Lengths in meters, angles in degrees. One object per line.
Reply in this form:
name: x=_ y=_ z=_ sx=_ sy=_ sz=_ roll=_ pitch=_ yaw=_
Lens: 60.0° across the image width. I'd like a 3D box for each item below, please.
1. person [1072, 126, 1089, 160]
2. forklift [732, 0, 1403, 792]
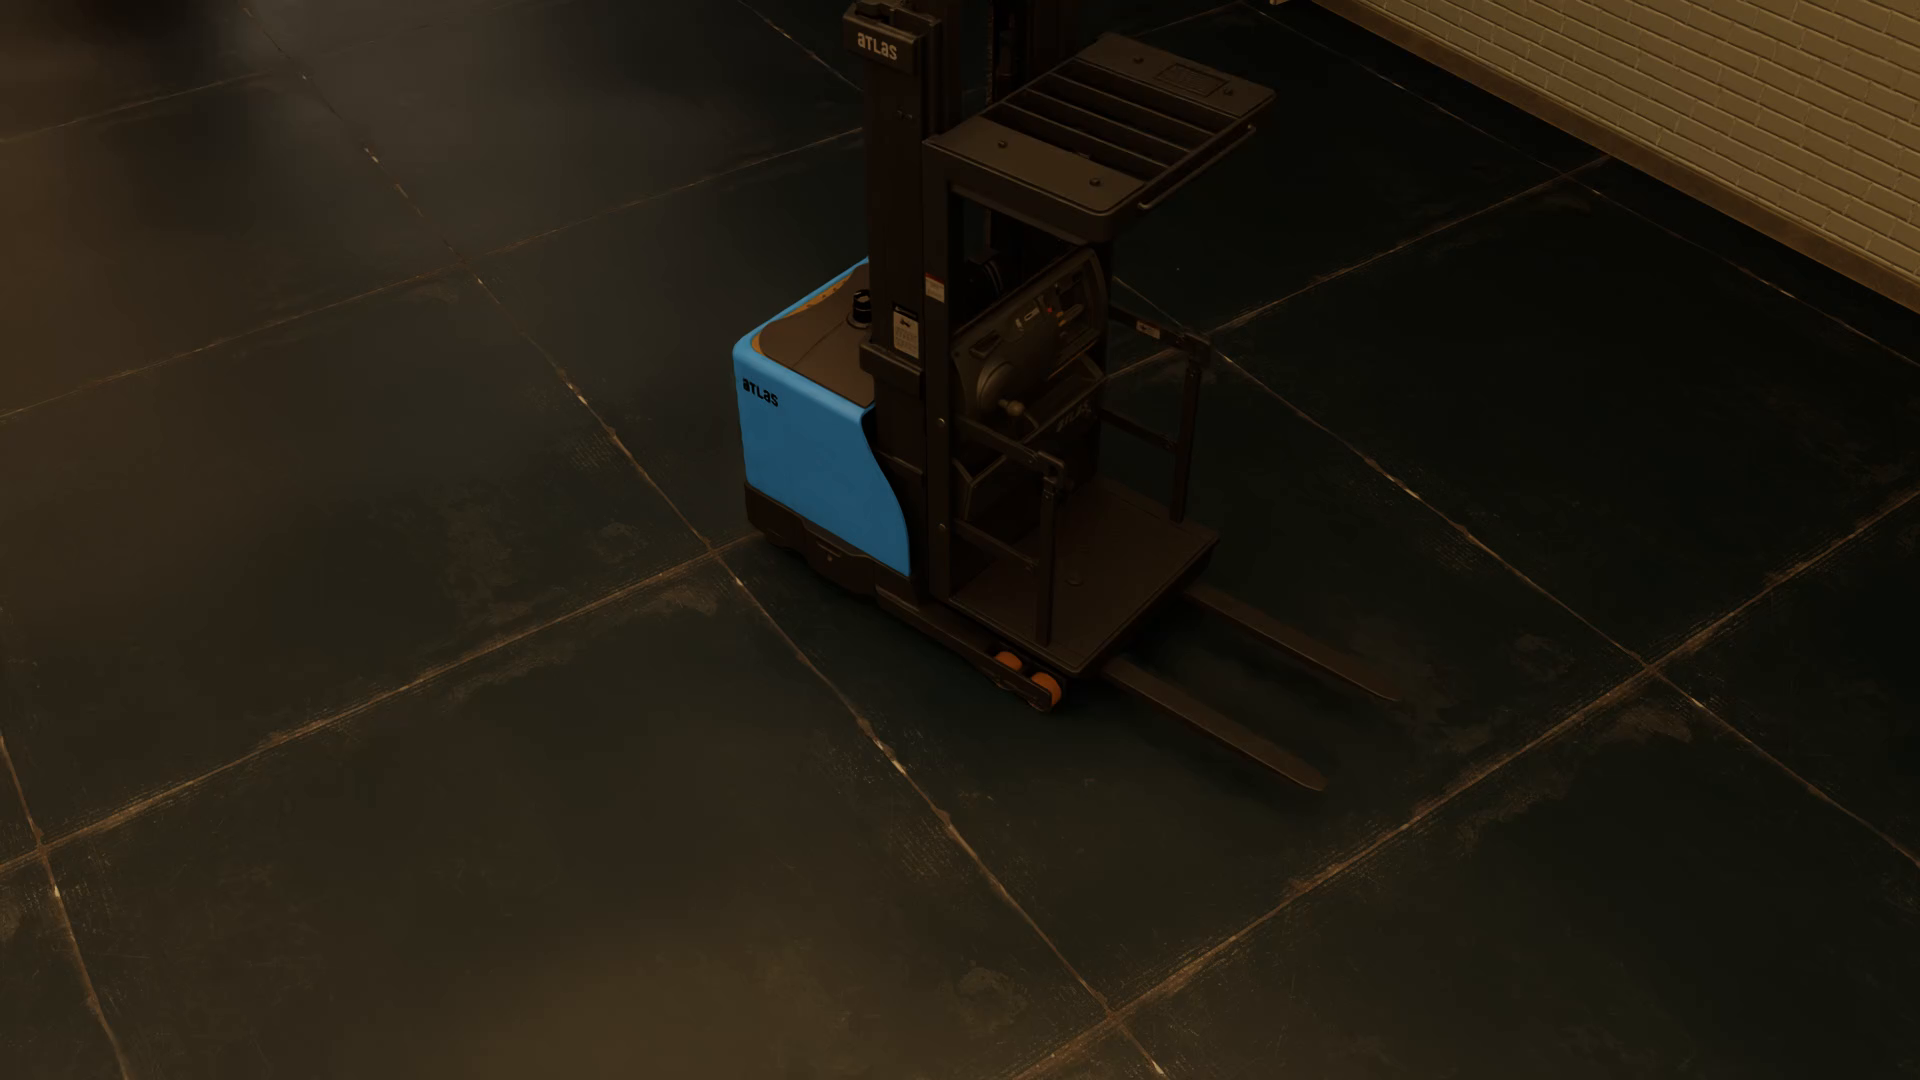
person: x=0.489 y=-2.221 z=9.237 sx=0.659 sy=1.468 sz=0.714 roll=-20 pitch=46 yaw=-20
forklift: x=0.451 y=-0.758 z=6.538 sx=3.031 sy=2.935 sz=1.130 roll=29 pitch=50 yaw=28
